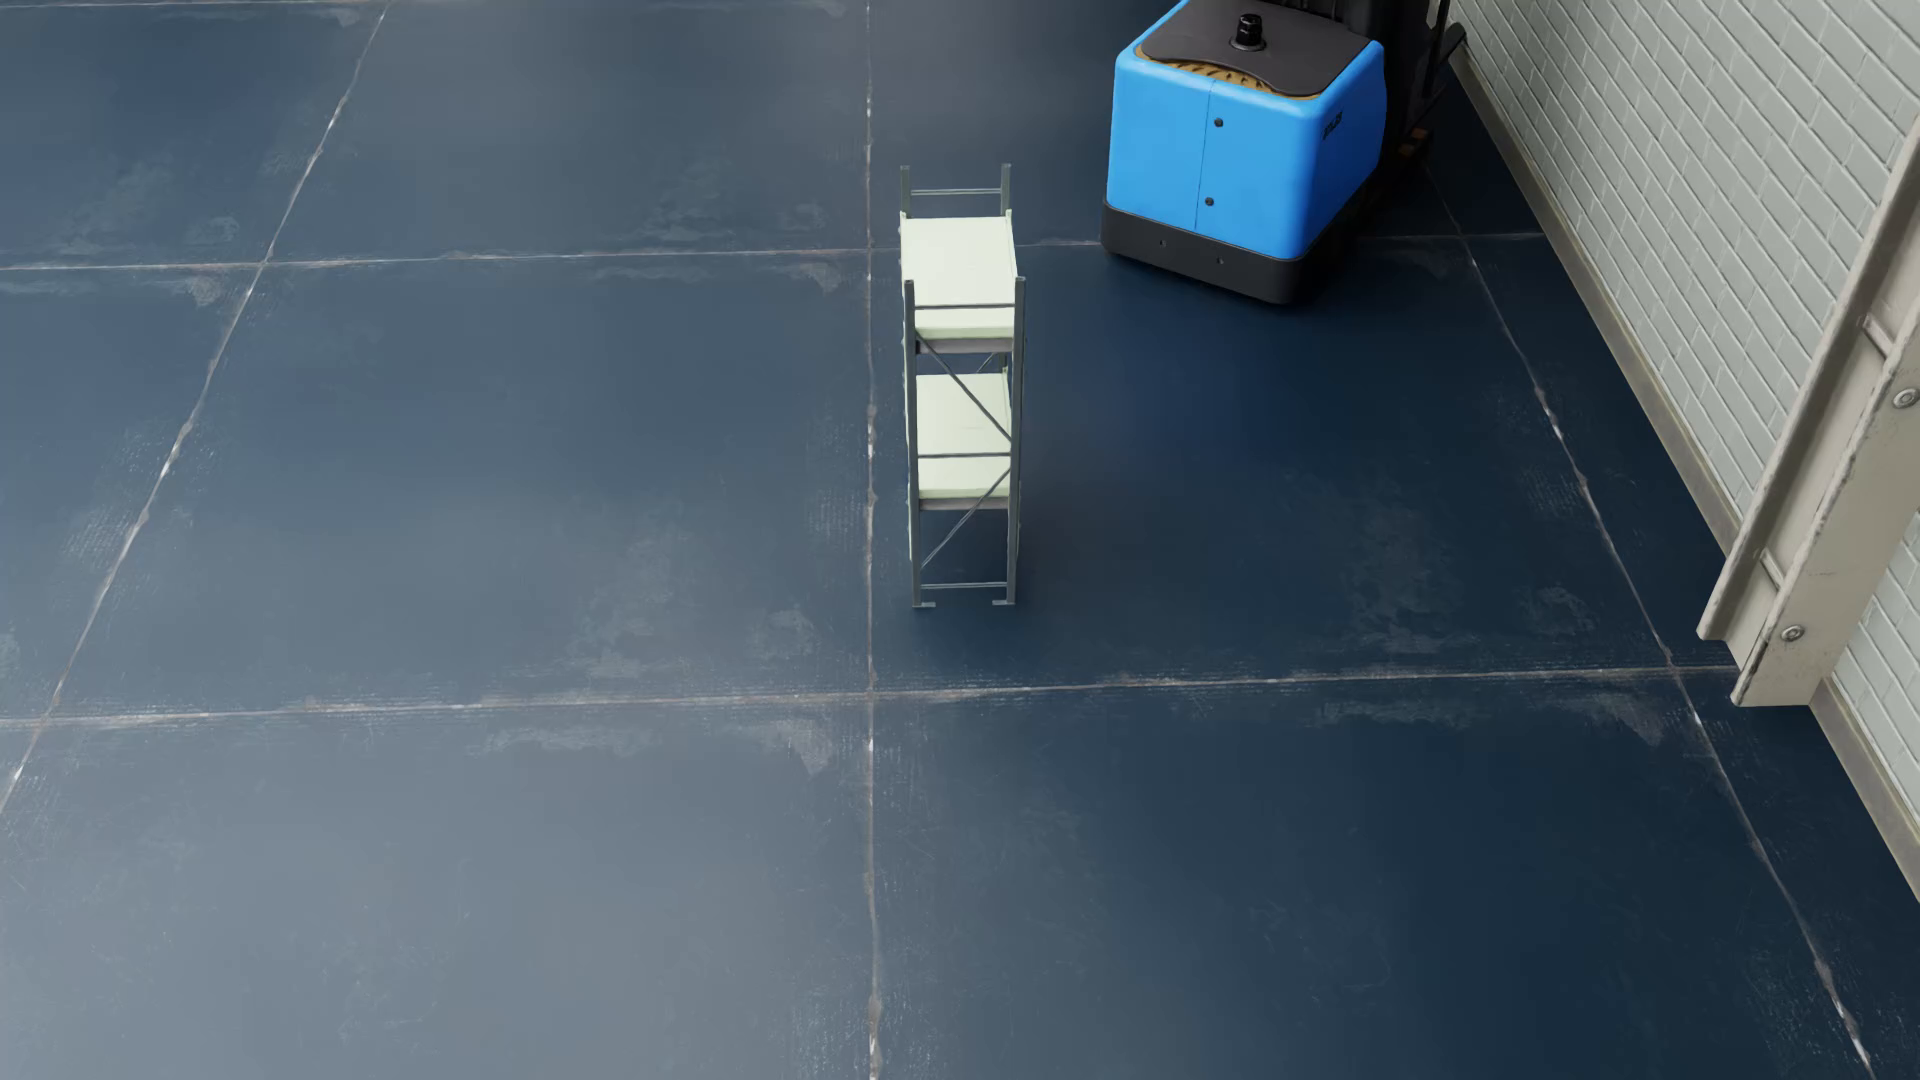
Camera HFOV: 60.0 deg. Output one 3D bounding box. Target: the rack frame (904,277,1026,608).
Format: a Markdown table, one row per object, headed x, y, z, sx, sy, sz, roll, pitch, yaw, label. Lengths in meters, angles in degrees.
| x | y | z | sx | sy | sz | roll | pitch | yaw | label |
| --- | --- | --- | --- | --- | --- | --- | --- | --- | --- |
| 0.016 | -0.301 | 5.969 | 0.400 | 1.500 | 0.023 | -2 | 43 | -2 | rack frame |

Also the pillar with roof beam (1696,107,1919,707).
| x | y | z | sx | sy | sz | roll | pitch | yaw | label |
| --- | --- | --- | --- | --- | --- | --- | --- | --- | --- |
| -1.318 | -2.723 | 3.061 | 9.100 | 9.000 | 0.400 | -2 | 43 | -2 | pillar with roof beam |

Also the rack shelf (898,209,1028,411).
| x | y | z | sx | sy | sz | roll | pitch | yaw | label |
| --- | --- | --- | --- | --- | --- | --- | --- | --- | --- |
| 0.000 | -0.836 | 5.975 | 0.431 | 0.370 | 0.720 | -2 | 43 | -2 | rack shelf |

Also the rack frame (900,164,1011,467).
| x | y | z | sx | sy | sz | roll | pitch | yaw | label |
| --- | --- | --- | --- | --- | --- | --- | --- | --- | --- |
| -0.015 | -0.795 | 6.508 | 0.400 | 1.500 | 0.023 | -2 | 43 | -2 | rack frame |

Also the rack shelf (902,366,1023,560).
| x | y | z | sx | sy | sz | roll | pitch | yaw | label |
| --- | --- | --- | --- | --- | --- | --- | --- | --- | --- |
| 0.000 | -0.308 | 6.459 | 0.431 | 0.370 | 0.720 | -2 | 43 | -2 | rack shelf |

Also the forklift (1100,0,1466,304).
| x | y | z | sx | sy | sz | roll | pitch | yaw | label |
| --- | --- | --- | --- | --- | --- | --- | --- | --- | --- |
| 1.896 | -3.172 | 8.042 | 1.130 | 2.935 | 3.031 | 22 | 47 | 23 | forklift |

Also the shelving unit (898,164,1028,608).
| x | y | z | sx | sy | sz | roll | pitch | yaw | label |
| --- | --- | --- | --- | --- | --- | --- | --- | --- | --- |
| 0.000 | -0.548 | 6.238 | 0.431 | 1.500 | 0.755 | -2 | 43 | -2 | shelving unit |
